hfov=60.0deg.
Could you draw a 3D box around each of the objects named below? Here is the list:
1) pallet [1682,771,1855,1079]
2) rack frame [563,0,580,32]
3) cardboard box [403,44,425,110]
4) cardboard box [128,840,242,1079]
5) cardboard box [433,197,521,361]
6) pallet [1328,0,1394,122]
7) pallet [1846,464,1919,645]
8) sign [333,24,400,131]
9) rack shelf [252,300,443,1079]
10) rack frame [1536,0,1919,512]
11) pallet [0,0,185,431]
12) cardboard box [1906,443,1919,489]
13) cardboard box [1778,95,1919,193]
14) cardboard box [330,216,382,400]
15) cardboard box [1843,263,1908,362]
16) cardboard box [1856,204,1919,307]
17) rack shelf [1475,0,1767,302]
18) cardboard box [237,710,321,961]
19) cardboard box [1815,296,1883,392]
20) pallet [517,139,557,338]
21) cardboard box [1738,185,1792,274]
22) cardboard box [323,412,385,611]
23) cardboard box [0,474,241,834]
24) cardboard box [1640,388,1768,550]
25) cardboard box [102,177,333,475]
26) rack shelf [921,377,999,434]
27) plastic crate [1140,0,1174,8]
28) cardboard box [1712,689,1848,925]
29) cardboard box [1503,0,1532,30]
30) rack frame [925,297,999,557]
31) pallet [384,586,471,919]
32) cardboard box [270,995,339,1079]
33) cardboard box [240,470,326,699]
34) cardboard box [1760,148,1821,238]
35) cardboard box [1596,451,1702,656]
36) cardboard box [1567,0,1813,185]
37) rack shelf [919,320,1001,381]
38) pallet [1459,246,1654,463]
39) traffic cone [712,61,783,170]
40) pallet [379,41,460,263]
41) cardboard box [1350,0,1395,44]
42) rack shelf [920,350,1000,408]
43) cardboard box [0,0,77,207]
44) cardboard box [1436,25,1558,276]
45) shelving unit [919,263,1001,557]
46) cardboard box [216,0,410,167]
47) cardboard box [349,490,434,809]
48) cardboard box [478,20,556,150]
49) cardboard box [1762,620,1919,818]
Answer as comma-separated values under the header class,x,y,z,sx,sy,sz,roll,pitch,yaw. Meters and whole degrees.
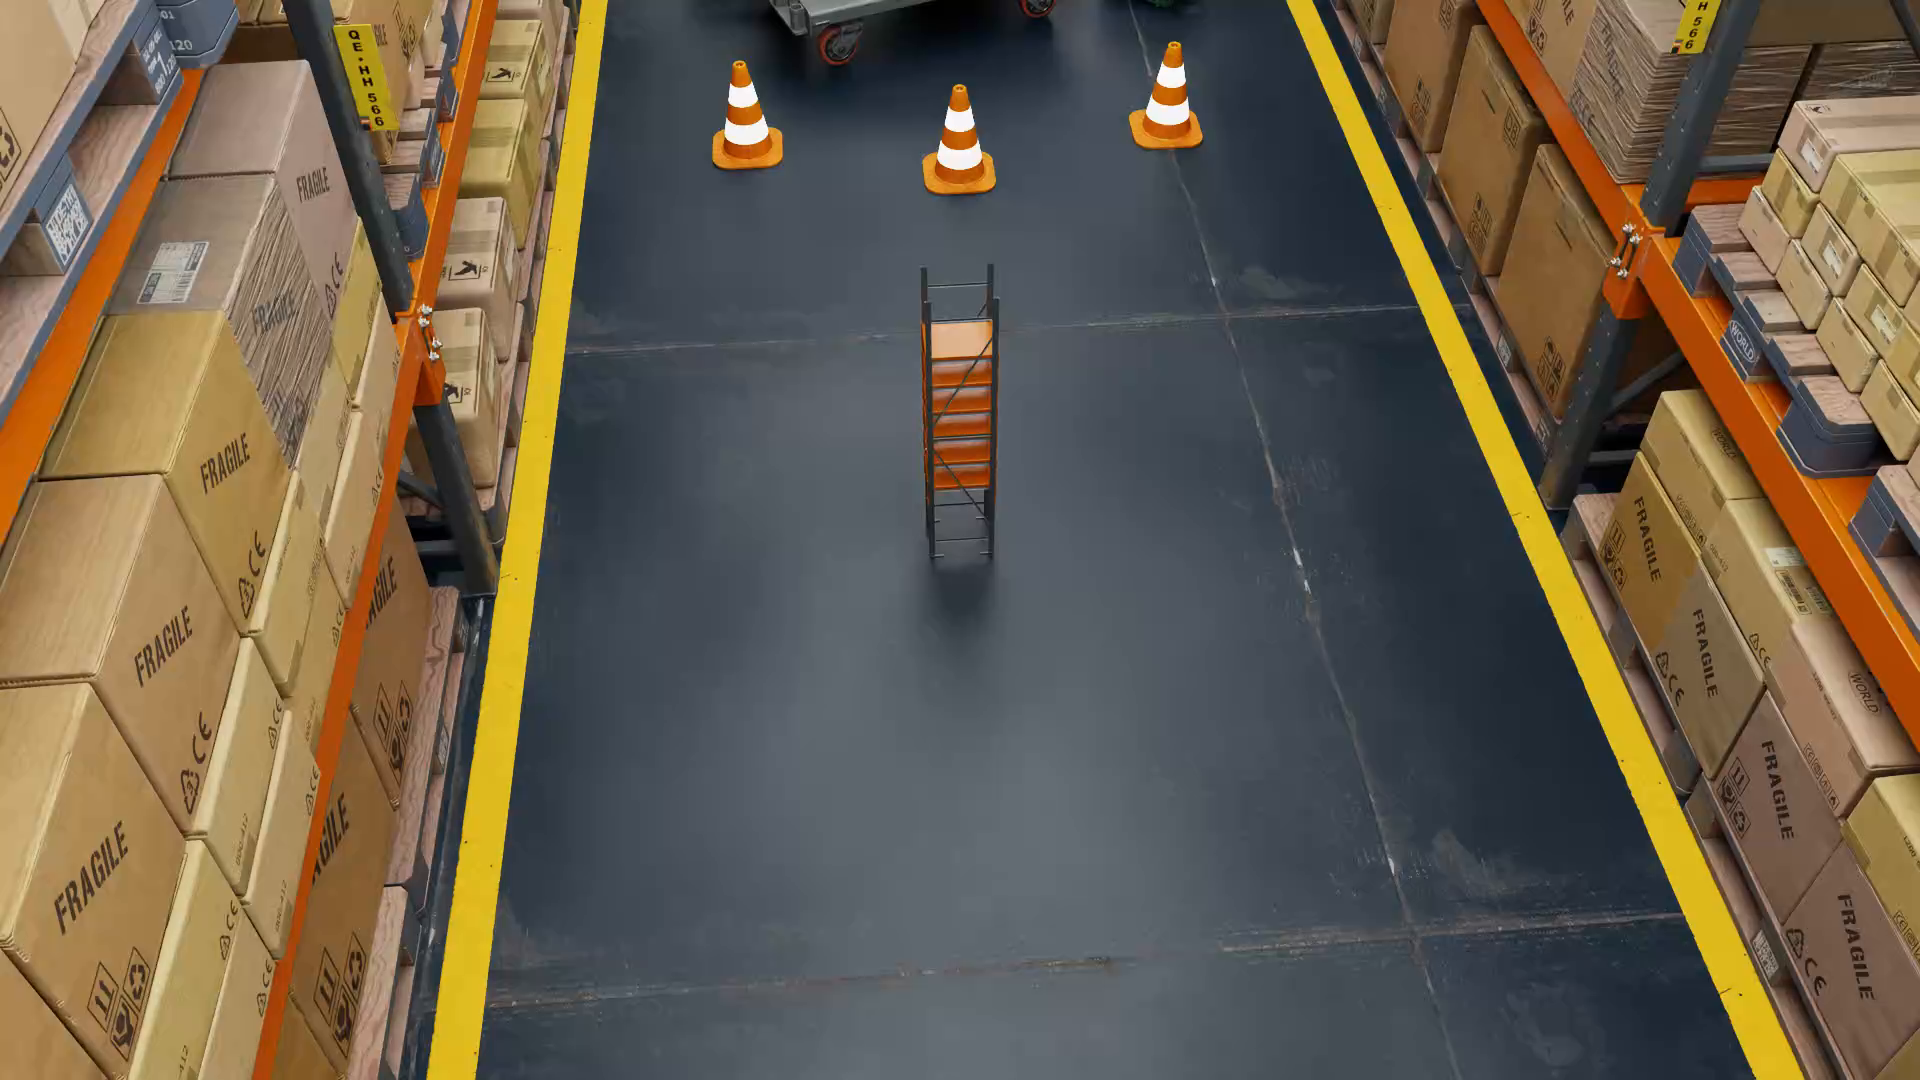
class,x,y,z,sx,sy,sz,roll,pitch,yaw
pallet,2.897,1.192,4.975,1.003,0.211,1.213,-3,47,-3
rack frame,-2.525,-3.733,7.719,1.000,3.000,0.127,-3,47,-3
cardboard box,-1.999,-1.551,5.536,0.380,0.149,0.250,-6,47,-6
cardboard box,-1.698,0.857,3.131,0.500,0.250,0.500,-3,47,-3
cardboard box,-2.297,-1.022,6.673,0.950,0.372,0.625,-4,47,-4
pallet,2.539,-2.594,8.562,1.003,0.211,1.213,-3,47,-3
pallet,2.941,0.283,4.048,1.003,0.211,1.213,-3,47,-3
sign,-1.637,-1.273,4.592,0.100,0.325,0.005,-3,47,-3
rack shelf,-2.022,0.856,3.869,1.077,0.370,4.000,-3,47,-3
rack frame,2.734,-1.213,5.333,1.000,3.000,0.127,-3,47,-3
pallet,-1.986,-0.534,2.754,1.003,0.211,1.213,-2,47,-1
cardboard box,2.665,-0.158,4.217,0.380,0.149,0.250,-2,47,-2
cardboard box,2.580,-1.126,4.724,0.380,0.149,0.250,-3,47,-3
cardboard box,-1.896,-0.624,4.534,0.500,0.250,0.500,-4,47,-3
cardboard box,2.625,-0.622,4.452,0.380,0.149,0.250,-5,47,-5
cardboard box,2.621,-0.757,4.375,0.380,0.149,0.250,-4,47,-4
rack shelf,2.567,-2.412,6.964,1.077,0.370,4.000,-3,47,-3
cardboard box,-1.733,0.664,3.658,0.500,0.250,0.500,-4,47,-4
cardboard box,2.616,-0.545,4.584,0.380,0.149,0.250,-1,47,-1
pallet,-2.353,-1.326,7.360,1.003,0.211,1.213,-3,47,-3
cardboard box,2.571,-0.935,4.953,0.380,0.149,0.250,-4,47,-4
cardboard box,-1.830,-0.068,4.352,0.500,0.250,0.500,-3,47,-3
cardboard box,-1.764,0.238,3.201,0.500,0.500,0.500,-4,47,-4
cardboard box,2.551,-0.242,5.329,0.500,0.250,0.500,-5,47,-5
cardboard box,-1.835,-0.488,3.889,0.500,0.500,0.500,-3,47,-3
rack shelf,-0.001,-0.475,5.769,0.258,0.103,0.180,-3,47,-3
plastic crate,1.080,-3.206,9.117,0.450,0.188,0.662,25,51,9
cardboard box,2.633,0.764,4.893,0.500,0.500,0.500,-5,47,-4
cardboard box,2.347,-2.279,6.274,0.500,0.500,0.500,-4,47,-4
rack frame,0.006,-0.357,5.762,0.240,1.200,0.006,-3,47,-3
pallet,-2.199,0.695,5.446,1.003,0.211,1.213,-3,47,-3
cardboard box,-2.070,1.545,3.895,0.875,0.875,0.875,-2,47,-2
cardboard box,-1.786,0.116,3.833,0.500,0.250,0.500,-5,47,-4
cardboard box,2.575,-1.011,4.821,0.380,0.149,0.250,-2,47,-2
cardboard box,2.540,0.030,5.588,0.500,0.500,0.500,-5,47,-5
cardboard box,2.429,-1.557,5.589,0.500,0.500,0.500,-3,47,-3
rack shelf,-0.001,-0.640,5.595,0.258,0.103,0.180,-3,47,-3
pallet,2.744,-0.829,6.890,1.003,0.211,1.213,-3,47,-3
traffic cone,-1.026,-2.048,7.871,0.336,0.463,0.334,-3,47,-3
pallet,-2.356,-1.282,5.530,1.213,0.211,1.003,-3,47,-3
cardboard box,2.541,-3.034,8.318,1.050,0.750,0.750,-4,47,-3
rack shelf,-0.001,-0.558,5.682,0.258,0.103,0.180,-3,47,-3
cardboard box,-1.753,-0.791,2.510,0.500,0.500,0.500,-3,47,-3
cardboard box,2.697,-1.662,7.018,1.050,0.750,0.750,-3,47,-3
shelving unit,-0.001,-0.423,5.824,0.258,1.200,0.189,-3,47,-3
cardboard box,-1.997,-1.459,5.003,0.500,0.500,0.500,-5,47,-4
cardboard box,-2.215,0.252,5.119,0.875,0.875,0.875,-4,47,-4
cardboard box,-2.415,-2.074,7.669,0.950,0.372,0.625,-1,47,-1
cardboard box,2.622,0.484,4.642,0.500,0.250,0.500,-3,47,-3
